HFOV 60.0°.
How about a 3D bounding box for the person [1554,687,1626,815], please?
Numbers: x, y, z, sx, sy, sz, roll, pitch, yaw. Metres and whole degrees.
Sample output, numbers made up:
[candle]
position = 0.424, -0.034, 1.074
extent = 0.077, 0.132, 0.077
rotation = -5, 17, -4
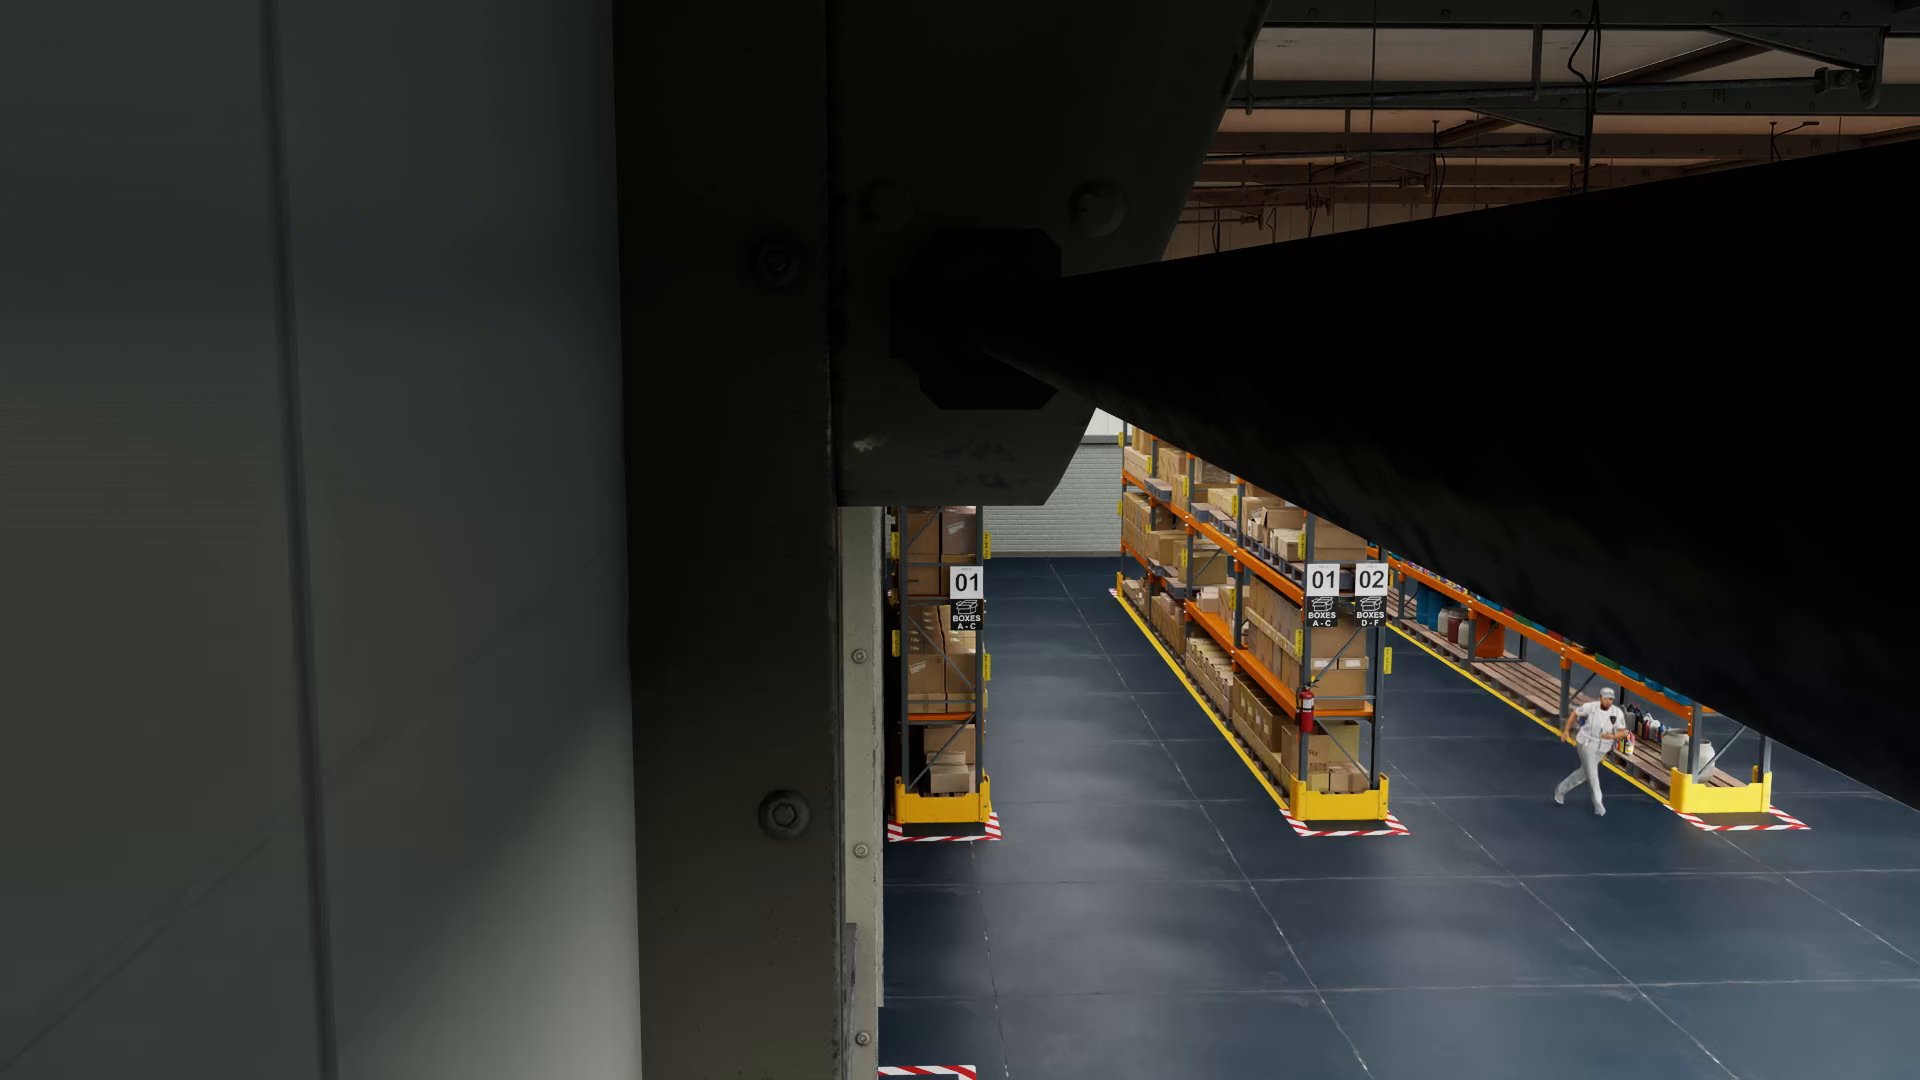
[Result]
[person]
position = 7.946, 2.619, 20.978
extent = 0.730, 1.609, 0.684
rotation = -1, 8, -6
